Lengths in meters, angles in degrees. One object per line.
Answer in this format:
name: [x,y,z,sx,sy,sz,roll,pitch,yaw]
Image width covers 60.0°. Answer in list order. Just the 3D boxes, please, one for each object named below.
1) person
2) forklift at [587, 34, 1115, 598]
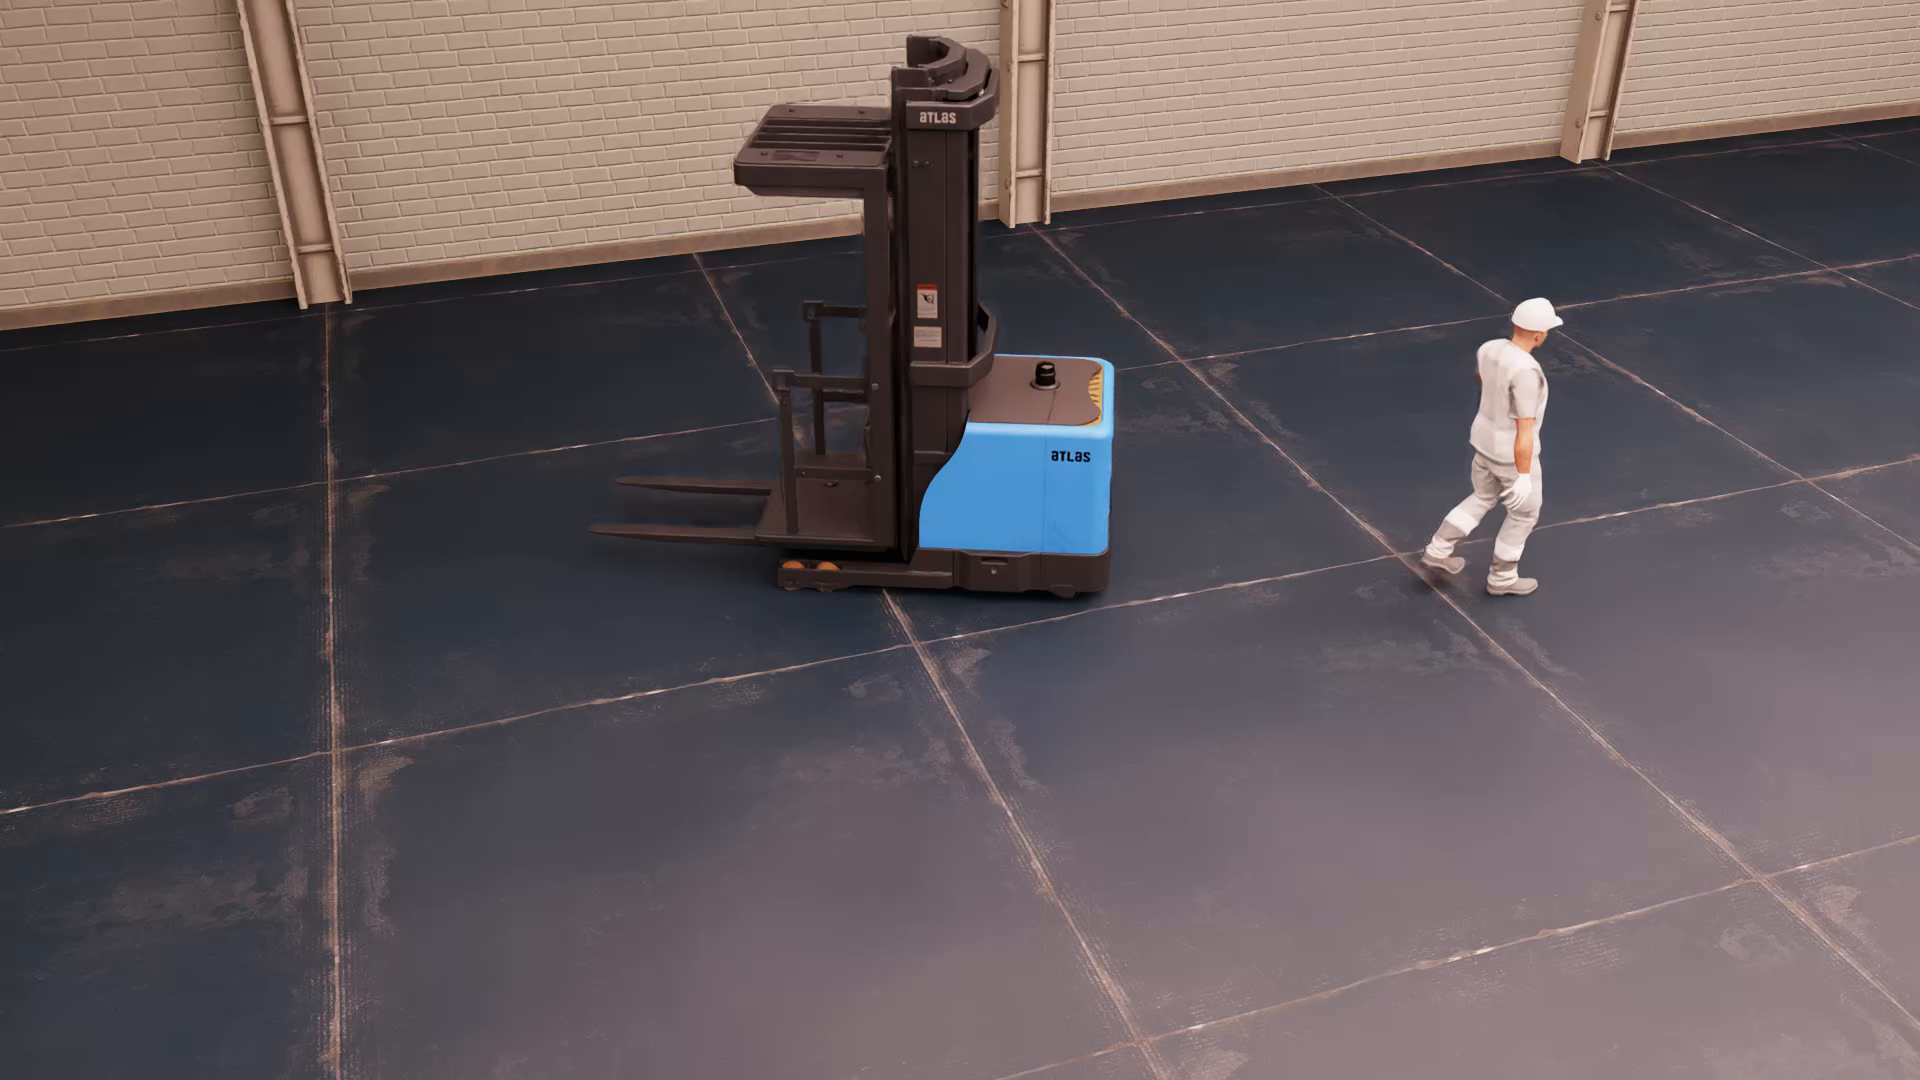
person: [2.992,-0.491,9.110,0.683,1.764,0.880,-9,31,-15]
forklift: [-0.636,-1.233,9.230,3.031,2.935,1.130,2,30,4]
